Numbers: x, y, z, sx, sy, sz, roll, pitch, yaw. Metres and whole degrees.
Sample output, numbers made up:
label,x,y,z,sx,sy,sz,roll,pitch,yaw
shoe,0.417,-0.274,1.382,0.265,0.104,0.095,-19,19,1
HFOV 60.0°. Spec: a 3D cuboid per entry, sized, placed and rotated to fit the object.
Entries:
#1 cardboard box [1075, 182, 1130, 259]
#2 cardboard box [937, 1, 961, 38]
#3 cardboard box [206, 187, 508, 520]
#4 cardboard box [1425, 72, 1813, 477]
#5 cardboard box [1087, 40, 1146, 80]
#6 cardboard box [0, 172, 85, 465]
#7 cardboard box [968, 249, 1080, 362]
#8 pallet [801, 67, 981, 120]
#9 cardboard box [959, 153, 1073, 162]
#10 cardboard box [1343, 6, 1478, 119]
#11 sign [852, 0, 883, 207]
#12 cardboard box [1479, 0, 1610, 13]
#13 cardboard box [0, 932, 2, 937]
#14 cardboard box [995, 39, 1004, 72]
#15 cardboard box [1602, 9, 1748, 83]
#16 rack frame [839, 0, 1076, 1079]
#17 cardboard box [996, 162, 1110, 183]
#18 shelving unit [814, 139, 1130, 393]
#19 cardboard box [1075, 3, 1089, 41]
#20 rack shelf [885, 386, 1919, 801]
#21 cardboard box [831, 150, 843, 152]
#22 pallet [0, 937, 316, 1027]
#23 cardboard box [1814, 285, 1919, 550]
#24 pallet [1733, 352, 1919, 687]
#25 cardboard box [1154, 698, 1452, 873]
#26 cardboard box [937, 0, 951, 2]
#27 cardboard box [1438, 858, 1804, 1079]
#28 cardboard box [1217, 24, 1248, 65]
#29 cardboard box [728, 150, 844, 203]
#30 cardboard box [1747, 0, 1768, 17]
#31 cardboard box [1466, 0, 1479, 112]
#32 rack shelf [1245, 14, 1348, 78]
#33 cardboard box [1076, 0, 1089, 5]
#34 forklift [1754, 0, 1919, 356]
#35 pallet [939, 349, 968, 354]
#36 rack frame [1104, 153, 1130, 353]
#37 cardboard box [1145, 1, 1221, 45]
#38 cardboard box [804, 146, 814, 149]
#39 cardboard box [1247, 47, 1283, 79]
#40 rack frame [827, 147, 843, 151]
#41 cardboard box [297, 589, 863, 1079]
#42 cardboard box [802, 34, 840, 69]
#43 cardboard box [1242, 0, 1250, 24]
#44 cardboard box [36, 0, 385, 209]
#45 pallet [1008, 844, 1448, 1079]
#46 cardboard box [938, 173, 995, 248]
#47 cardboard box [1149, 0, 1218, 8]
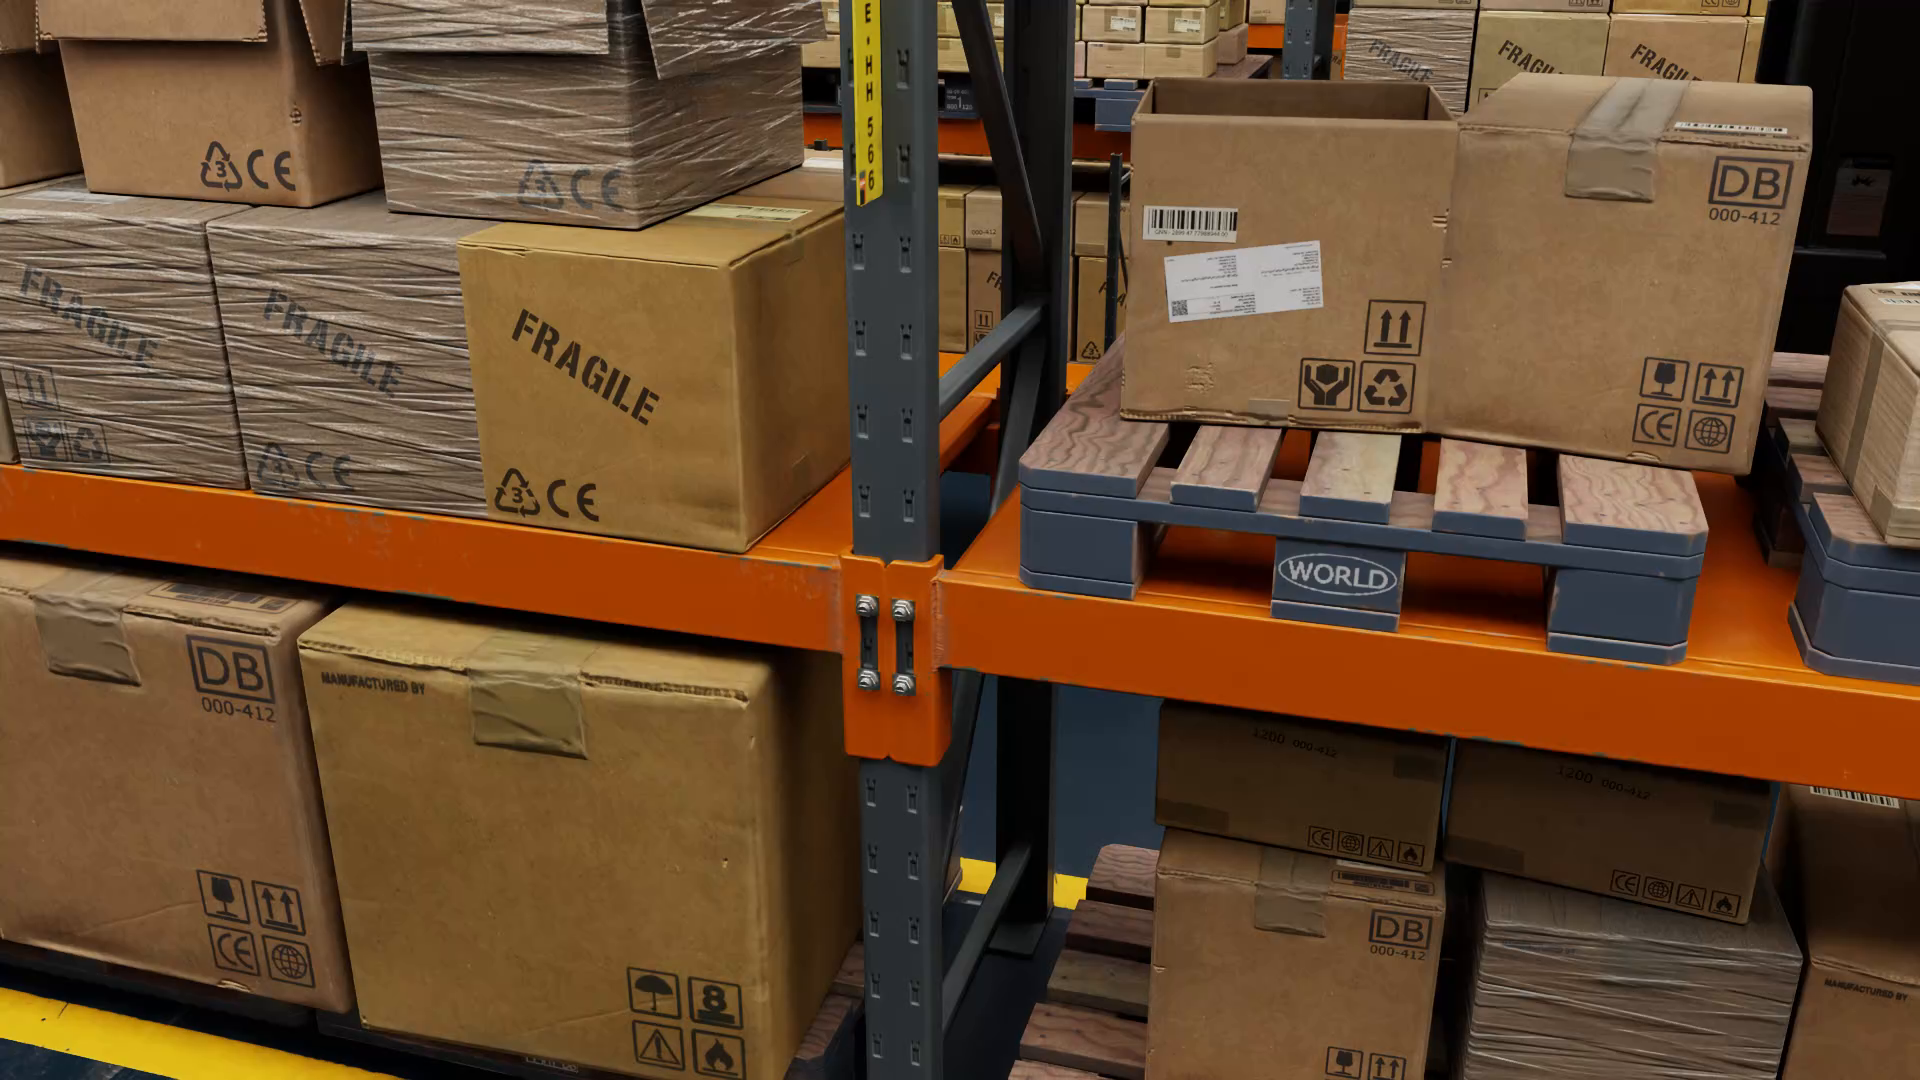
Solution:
label,x,y,z,sx,sy,sz,roll,pitch,yaw
cardboard box,0.825,-1.468,7.650,0.500,0.250,0.500,6,23,14
cardboard box,-0.035,-2.321,7.361,0.250,0.149,0.380,6,23,15
cardboard box,-0.994,-0.380,3.112,0.500,0.500,0.500,6,23,15
cardboard box,1.118,-0.484,2.812,0.500,0.500,0.700,10,24,23
cardboard box,0.713,-2.097,7.207,0.250,0.149,0.380,6,23,15
cardboard box,-1.978,-0.492,3.385,0.500,0.500,0.500,7,23,17
cardboard box,0.354,-1.177,7.928,0.500,0.500,0.500,8,23,18
pallet,-0.351,-2.217,7.976,1.213,0.211,1.003,7,23,16
cardboard box,0.543,-3.428,12.921,0.875,0.875,0.875,7,23,17
cardboard box,1.907,-2.003,7.069,0.500,0.500,0.500,7,23,16
sign,-0.131,-0.647,2.368,0.005,0.325,0.100,7,23,16
cardboard box,2.467,-2.505,6.975,0.500,0.500,0.700,6,23,15
cardboard box,-2.329,0.198,4.082,0.875,0.875,1.225,6,23,14
cardboard box,0.229,-2.154,7.346,0.250,0.149,0.380,6,23,15
cardboard box,2.878,-1.893,6.800,0.500,0.500,0.500,7,23,15
rack frame,0.026,-0.313,3.080,0.127,3.000,1.000,7,23,16
cardboard box,0.480,-1.708,8.233,0.500,0.250,0.500,6,23,15
shelving unit,0.073,-0.686,5.965,1.083,1.500,0.587,7,23,16
cardboard box,0.442,-2.265,7.225,0.250,0.149,0.380,7,23,17
rack shelf,1.941,0.239,2.682,4.000,0.370,1.077,7,23,16
cardboard box,-0.489,-1.823,8.515,0.500,0.250,0.500,5,23,13
pallet,-1.871,0.729,4.215,1.213,0.211,1.003,7,23,16
cardboard box,1.564,-0.171,2.377,0.500,0.250,0.500,6,23,14
pallet,1.933,-0.022,2.624,1.213,0.211,1.003,7,23,16
cardboard box,0.676,0.356,3.176,0.500,0.250,0.500,8,23,18
cardboard box,-0.022,-2.458,7.303,0.250,0.149,0.380,7,23,16
cardboard box,1.208,0.762,3.173,0.500,0.500,0.700,5,23,11
cardboard box,1.186,-2.304,7.713,0.250,0.149,0.380,6,23,15
cardboard box,-0.361,-0.511,3.432,0.500,0.500,0.500,7,23,17
cardboard box,3.448,-2.394,6.704,0.500,0.500,0.700,6,23,15
cardboard box,2.541,-2.143,7.411,0.500,0.500,0.500,7,23,16
rack shelf,0.974,-3.800,12.529,4.000,0.370,1.077,7,23,16
cardboard box,0.463,-2.401,7.166,0.250,0.149,0.380,7,23,17
forklift,2.992,-0.927,4.669,3.031,2.935,1.130,7,23,17
pallet,-0.356,-1.034,8.514,1.213,0.211,1.003,7,23,16
rack frame,0.568,-0.629,5.827,0.032,1.500,0.500,7,23,16
cardboard box,0.951,-2.208,7.087,0.250,0.149,0.380,7,23,17
cardboard box,-1.511,-3.469,13.597,0.875,0.438,0.875,6,23,15
cardboard box,2.251,-3.231,12.440,0.875,0.875,0.875,6,23,15
rack frame,-0.941,-4.352,12.927,0.127,3.000,1.000,7,23,16
cardboard box,-0.629,0.393,3.607,0.875,0.875,1.225,5,23,13
cardboard box,-0.538,-2.240,7.557,0.250,0.149,0.380,5,23,13
cardboard box,1.836,-3.856,11.914,0.500,0.250,0.500,7,23,16
cardboard box,-1.292,-0.982,3.257,0.637,0.503,0.797,7,23,17
pallet,0.774,1.063,3.399,1.213,0.211,1.003,7,23,16
cardboard box,-0.144,-1.581,7.925,0.500,0.250,0.500,7,23,17
cardboard box,0.954,-2.344,7.027,0.250,0.149,0.380,6,23,13
